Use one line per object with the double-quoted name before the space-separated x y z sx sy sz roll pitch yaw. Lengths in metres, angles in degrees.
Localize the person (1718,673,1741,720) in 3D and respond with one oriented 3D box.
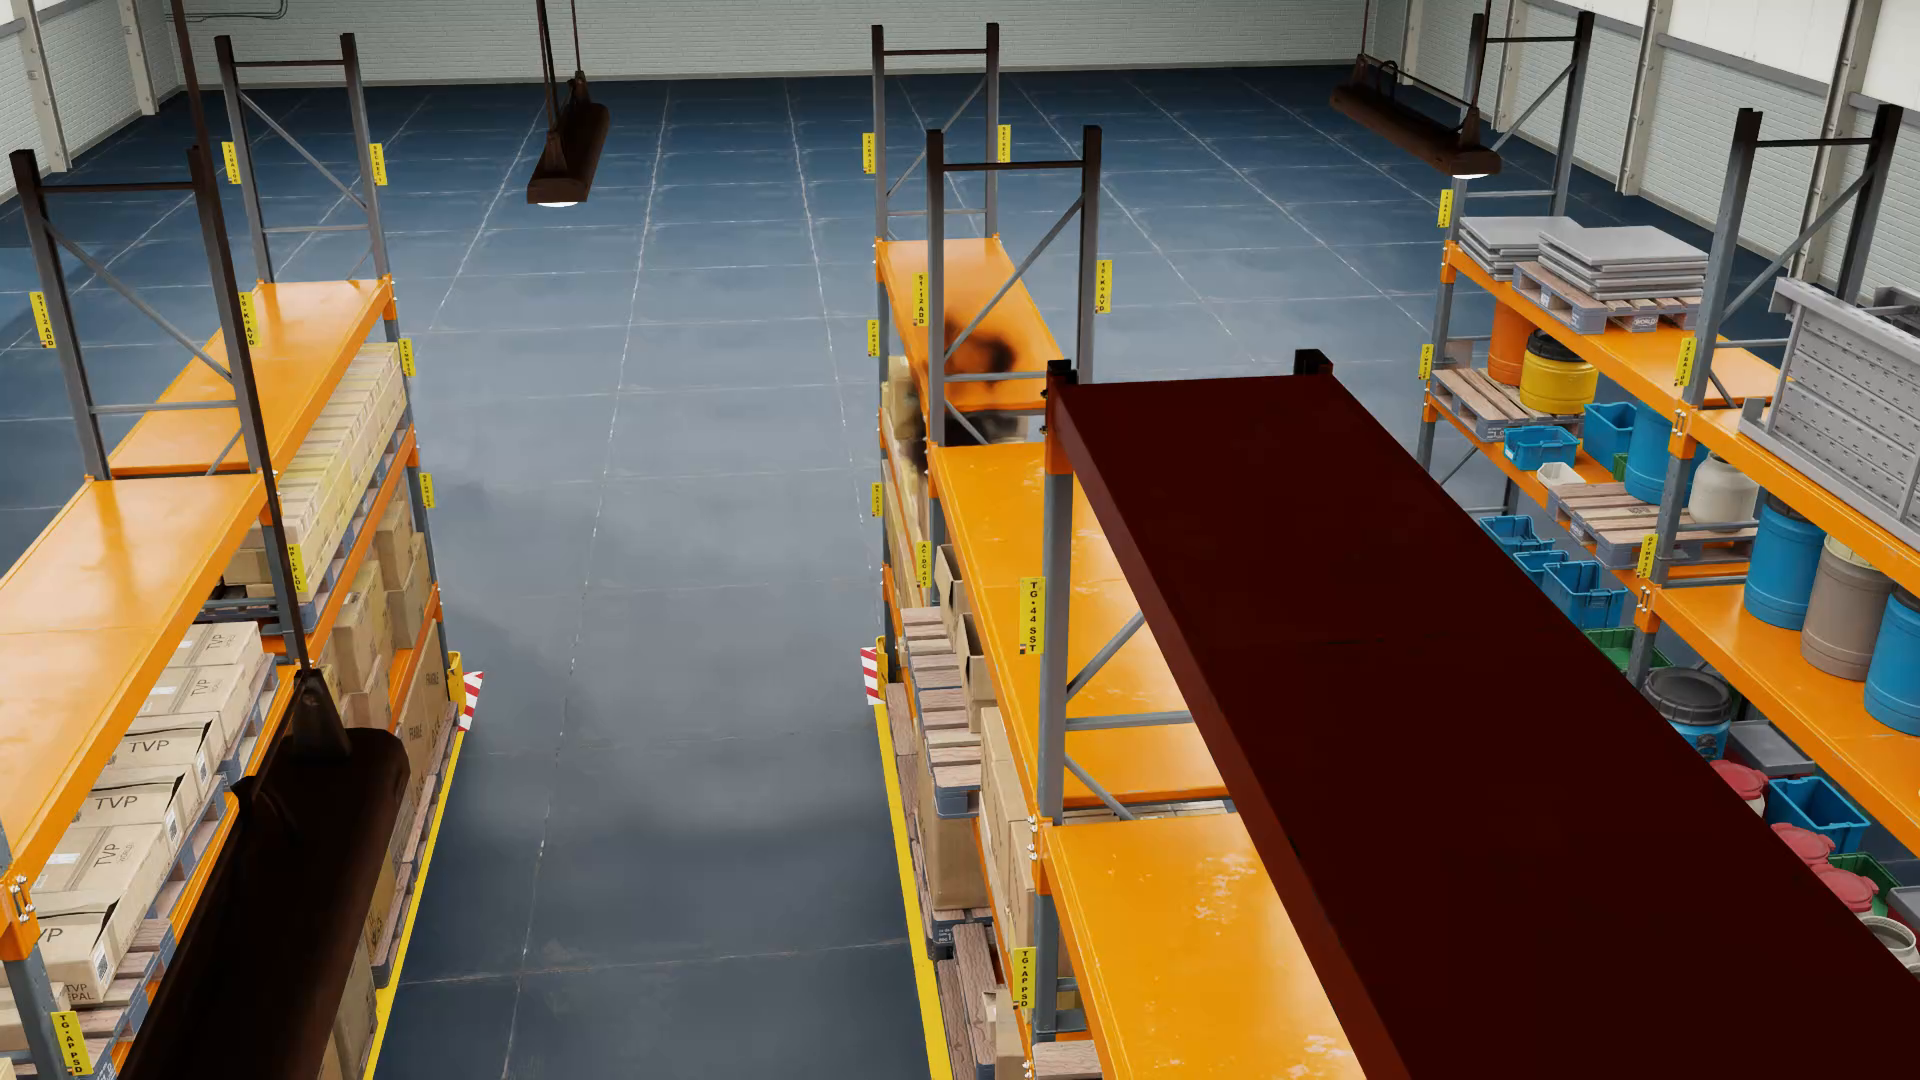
"person" 6.579 1.164 14.007 0.634 1.786 0.645 -9 27 -18
